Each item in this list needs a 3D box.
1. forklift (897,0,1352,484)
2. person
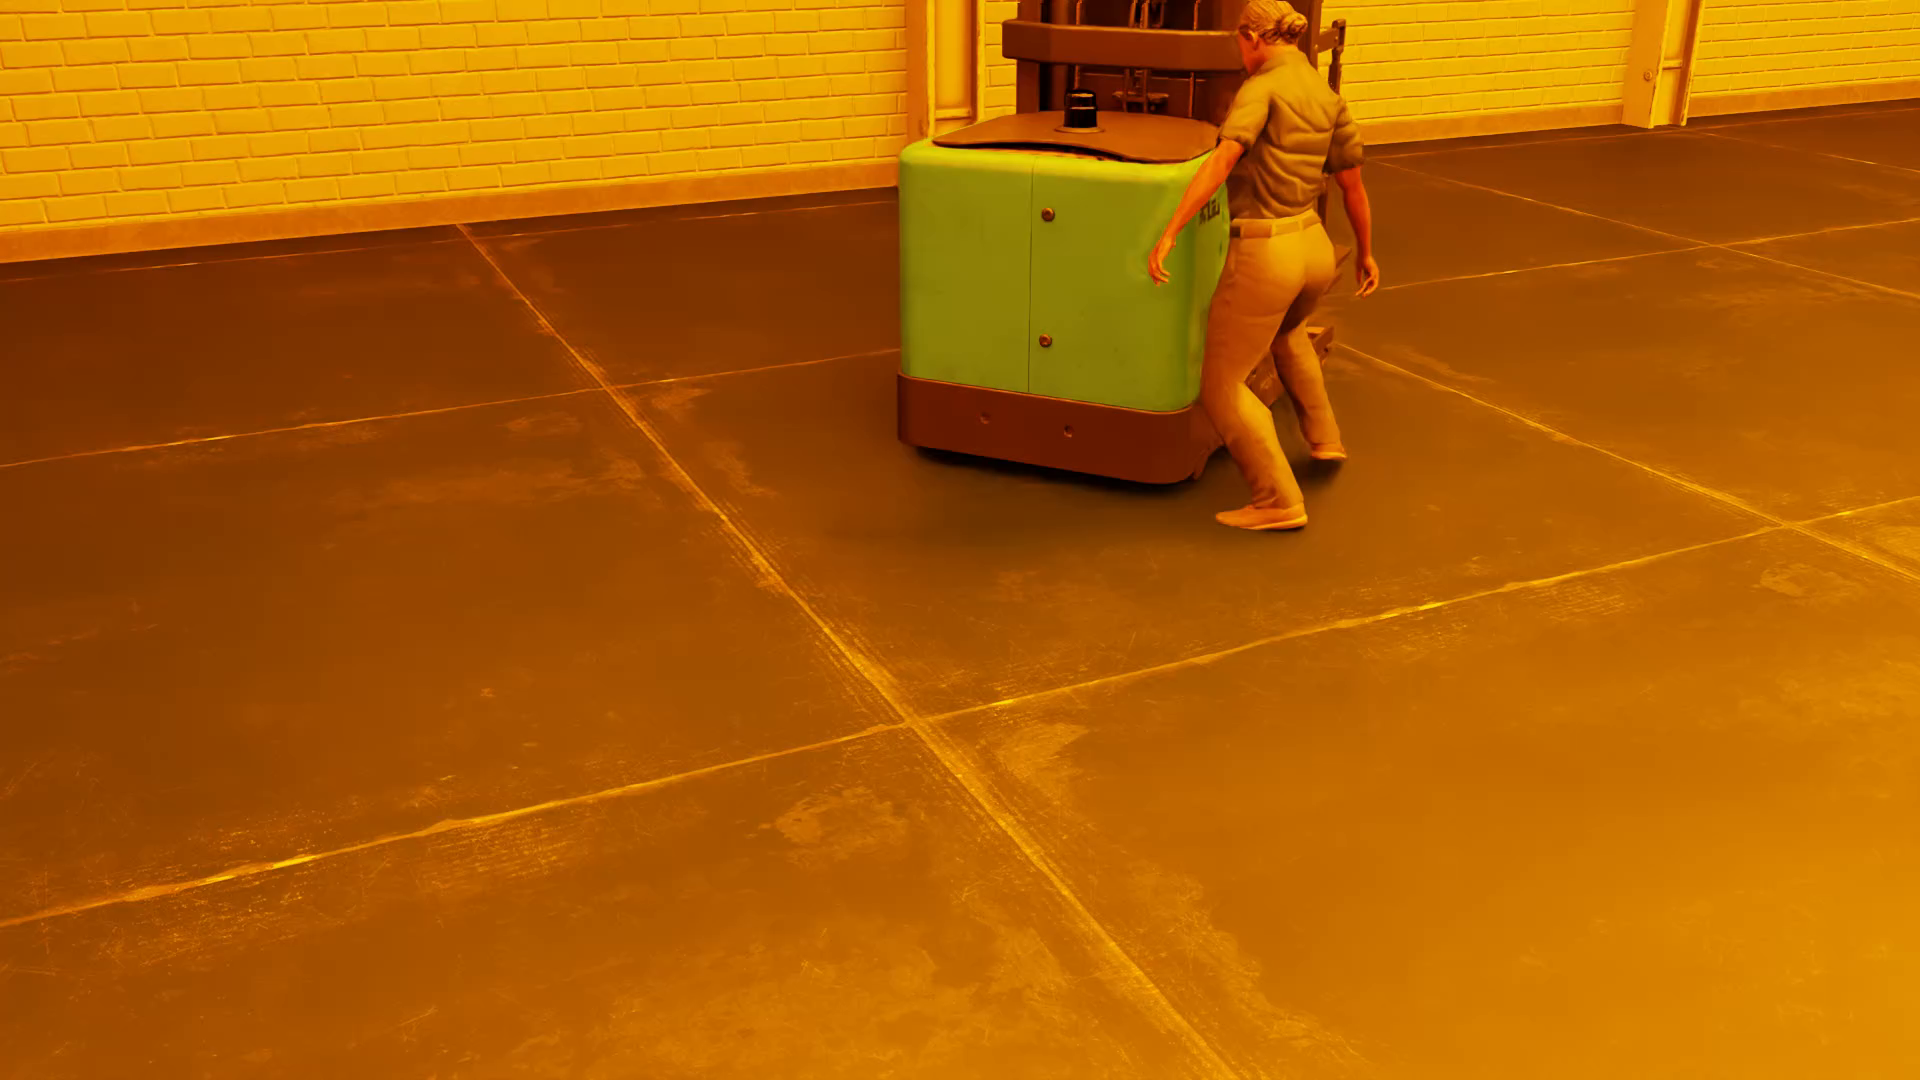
[{"bbox_3d":[0.881,-2.063,6.252,1.130,2.935,3.031,11,25,24],"label":"forklift"},{"bbox_3d":[0.973,-0.822,5.090,1.067,1.592,0.469,-20,30,-39],"label":"person"}]
